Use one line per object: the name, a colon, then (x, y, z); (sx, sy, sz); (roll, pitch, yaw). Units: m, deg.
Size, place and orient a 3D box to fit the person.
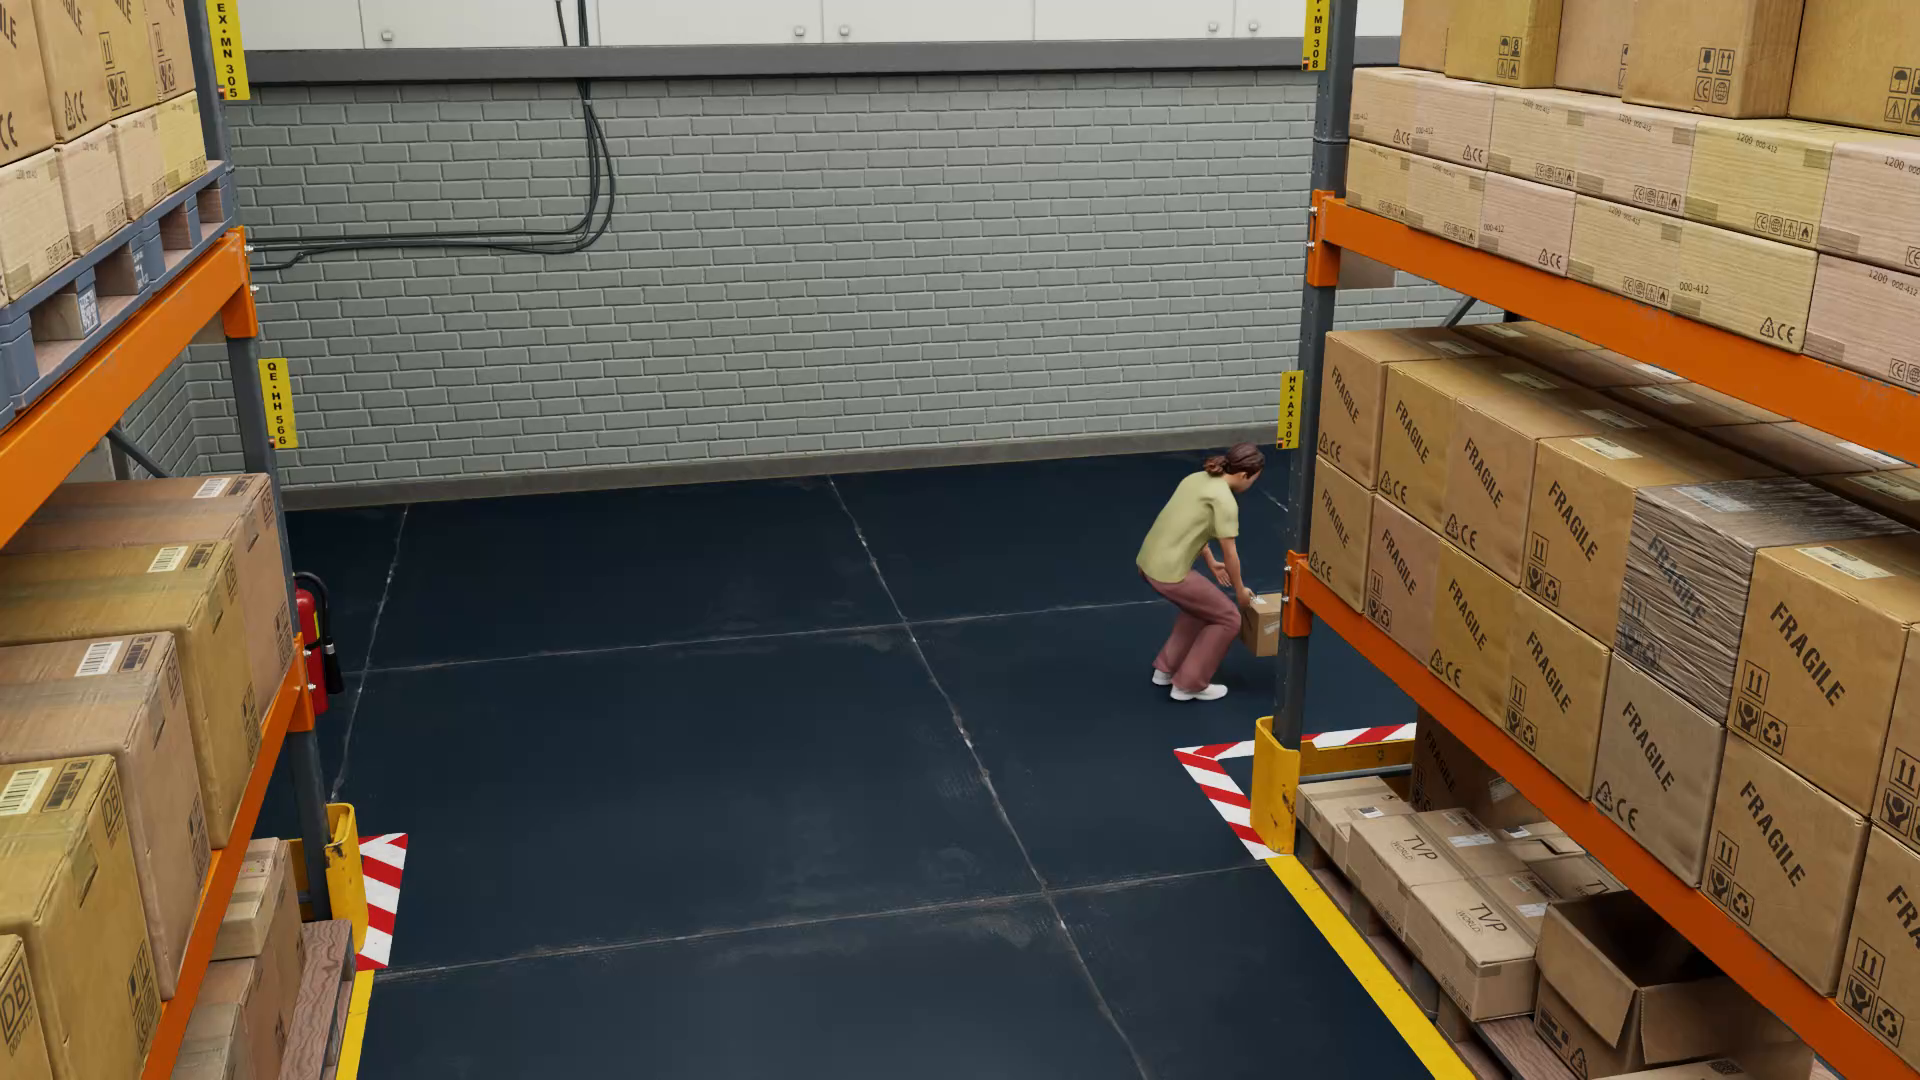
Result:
person: (1.241, 0.152, 8.662); (0.665, 1.335, 0.511); (-4, 20, -12)
